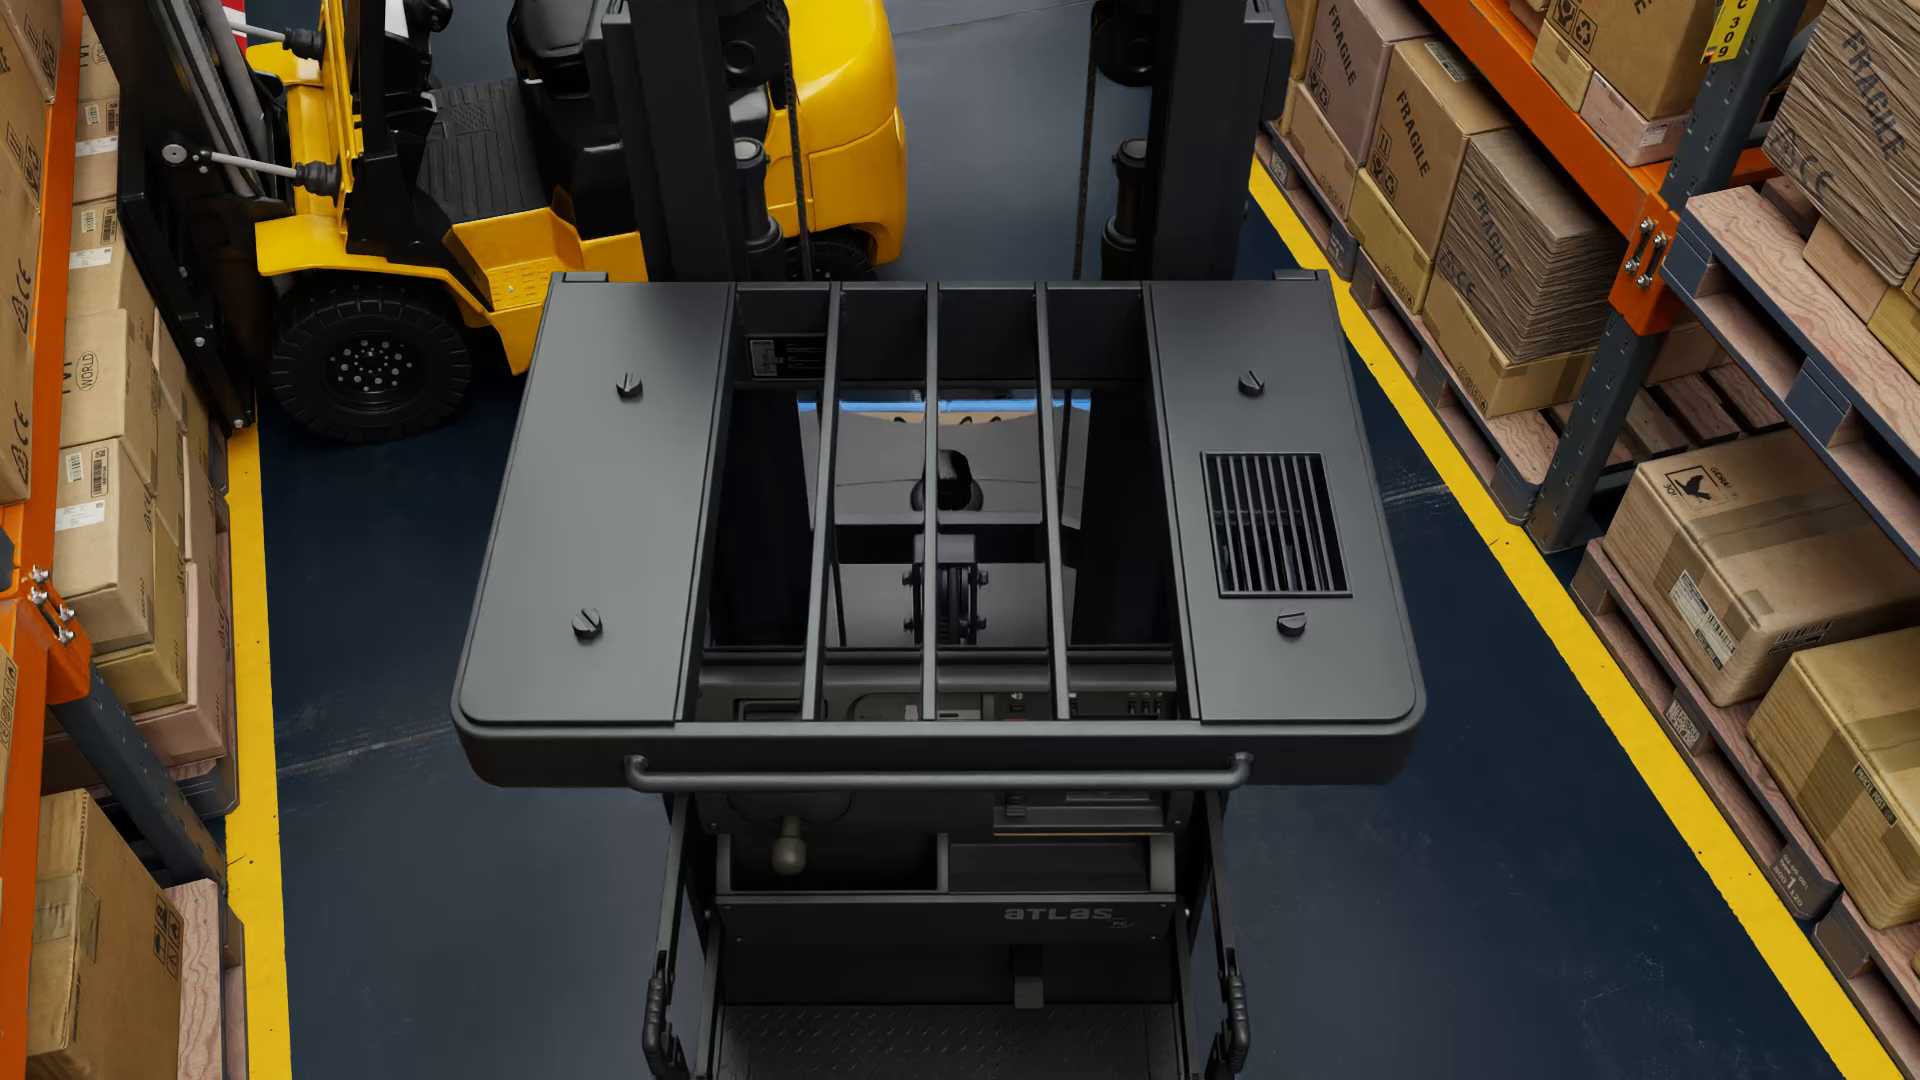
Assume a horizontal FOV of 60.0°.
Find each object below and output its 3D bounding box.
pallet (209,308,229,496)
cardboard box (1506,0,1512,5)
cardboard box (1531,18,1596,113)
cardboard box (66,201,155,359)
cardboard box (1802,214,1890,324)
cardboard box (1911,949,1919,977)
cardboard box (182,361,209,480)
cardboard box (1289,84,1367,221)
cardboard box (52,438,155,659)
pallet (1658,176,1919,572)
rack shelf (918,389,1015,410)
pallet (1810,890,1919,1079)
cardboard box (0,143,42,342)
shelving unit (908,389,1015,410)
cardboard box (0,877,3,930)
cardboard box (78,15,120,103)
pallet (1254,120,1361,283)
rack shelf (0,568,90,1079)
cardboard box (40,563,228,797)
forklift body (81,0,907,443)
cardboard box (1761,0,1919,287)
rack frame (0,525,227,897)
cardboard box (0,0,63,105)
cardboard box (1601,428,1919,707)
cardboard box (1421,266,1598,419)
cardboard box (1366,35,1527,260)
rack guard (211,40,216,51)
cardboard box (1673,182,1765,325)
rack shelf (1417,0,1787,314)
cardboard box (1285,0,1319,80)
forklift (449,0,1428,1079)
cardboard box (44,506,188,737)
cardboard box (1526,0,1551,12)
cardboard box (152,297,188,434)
[{"bbox_3d":[-3.015,-0.531,5.559,1.003,0.211,1.213,-13,51,-11],"label":"pallet"},{"bbox_3d":[1.756,-1.730,4.911,0.380,0.149,0.250,-14,51,-11],"label":"cardboard box"},{"bbox_3d":[1.819,-1.337,4.580,0.380,0.149,0.250,-12,51,-10],"label":"cardboard box"},{"bbox_3d":[-2.598,-0.679,4.730,0.500,0.250,0.500,-12,51,-10],"label":"cardboard box"},{"bbox_3d":[2.147,-0.651,3.727,0.380,0.149,0.250,-13,51,-10],"label":"cardboard box"},{"bbox_3d":[2.866,1.054,3.844,0.950,0.372,0.625,-12,51,-10],"label":"cardboard box"},{"bbox_3d":[-2.614,-0.363,5.118,0.500,0.250,0.500,-13,51,-10],"label":"cardboard box"},{"bbox_3d":[1.541,-1.451,6.035,0.500,0.250,0.500,-13,51,-10],"label":"cardboard box"},{"bbox_3d":[-2.298,0.058,4.109,0.500,0.250,0.500,-14,51,-12],"label":"cardboard box"},{"bbox_3d":[2.372,-0.419,3.767,1.003,0.211,1.213,-13,51,-11],"label":"pallet"},{"bbox_3d":[0.002,-0.437,4.720,0.258,0.077,0.200,-13,51,-11],"label":"rack shelf"},{"bbox_3d":[2.881,1.288,4.026,1.003,0.211,1.213,-13,51,-11],"label":"pallet"},{"bbox_3d":[-2.507,-0.739,3.846,0.500,0.500,0.500,-13,51,-10],"label":"cardboard box"},{"bbox_3d":[0.002,-0.284,4.901,0.258,0.900,0.210,-13,51,-11],"label":"shelving unit"},{"bbox_3d":[-1.902,0.776,2.732,0.500,0.250,0.500,-14,51,-11],"label":"cardboard box"},{"bbox_3d":[-2.889,-1.436,5.368,0.500,0.250,0.500,-13,51,-11],"label":"cardboard box"},{"bbox_3d":[1.689,-1.548,6.417,1.003,0.211,1.213,-13,51,-11],"label":"pallet"},{"bbox_3d":[-1.864,1.746,2.287,1.077,0.370,4.000,-13,51,-11],"label":"rack shelf"},{"bbox_3d":[-2.282,0.376,4.495,0.500,0.250,0.500,-13,51,-11],"label":"cardboard box"},{"bbox_3d":[-1.335,-1.622,5.211,2.313,2.155,1.214,-13,51,-11],"label":"forklift body"},{"bbox_3d":[2.150,-0.928,3.536,0.500,0.500,0.500,-12,51,-10],"label":"cardboard box"},{"bbox_3d":[-2.455,0.053,3.243,1.000,3.000,0.127,-13,51,-11],"label":"rack frame"},{"bbox_3d":[-2.786,-1.481,4.471,0.500,0.500,0.500,-13,51,-11],"label":"cardboard box"},{"bbox_3d":[2.443,0.022,4.713,0.950,0.372,0.625,-13,51,-11],"label":"cardboard box"},{"bbox_3d":[1.854,-0.692,5.395,0.500,0.250,0.500,-11,51,-9],"label":"cardboard box"},{"bbox_3d":[1.702,-1.305,5.422,0.500,0.500,0.500,-12,51,-10],"label":"cardboard box"},{"bbox_3d":[-3.645,-2.080,6.677,1.175,0.500,0.348,-13,51,-11],"label":"rack guard"},{"bbox_3d":[2.369,-1.055,5.210,0.500,0.500,0.500,-11,51,-9],"label":"cardboard box"},{"bbox_3d":[1.694,-2.301,5.698,1.077,0.370,4.000,-13,51,-11],"label":"rack shelf"},{"bbox_3d":[1.384,-2.066,6.063,0.500,0.500,0.500,-12,51,-10],"label":"cardboard box"},{"bbox_3d":[-0.025,0.521,2.894,1.130,2.935,3.031,0,50,0],"label":"forklift"},{"bbox_3d":[-2.303,0.220,4.299,0.500,0.250,0.500,-14,51,-11],"label":"cardboard box"},{"bbox_3d":[1.758,-1.843,4.582,0.500,0.500,0.500,-12,51,-10],"label":"cardboard box"},{"bbox_3d":[-2.592,-0.517,4.921,0.500,0.250,0.500,-14,51,-11],"label":"cardboard box"}]
